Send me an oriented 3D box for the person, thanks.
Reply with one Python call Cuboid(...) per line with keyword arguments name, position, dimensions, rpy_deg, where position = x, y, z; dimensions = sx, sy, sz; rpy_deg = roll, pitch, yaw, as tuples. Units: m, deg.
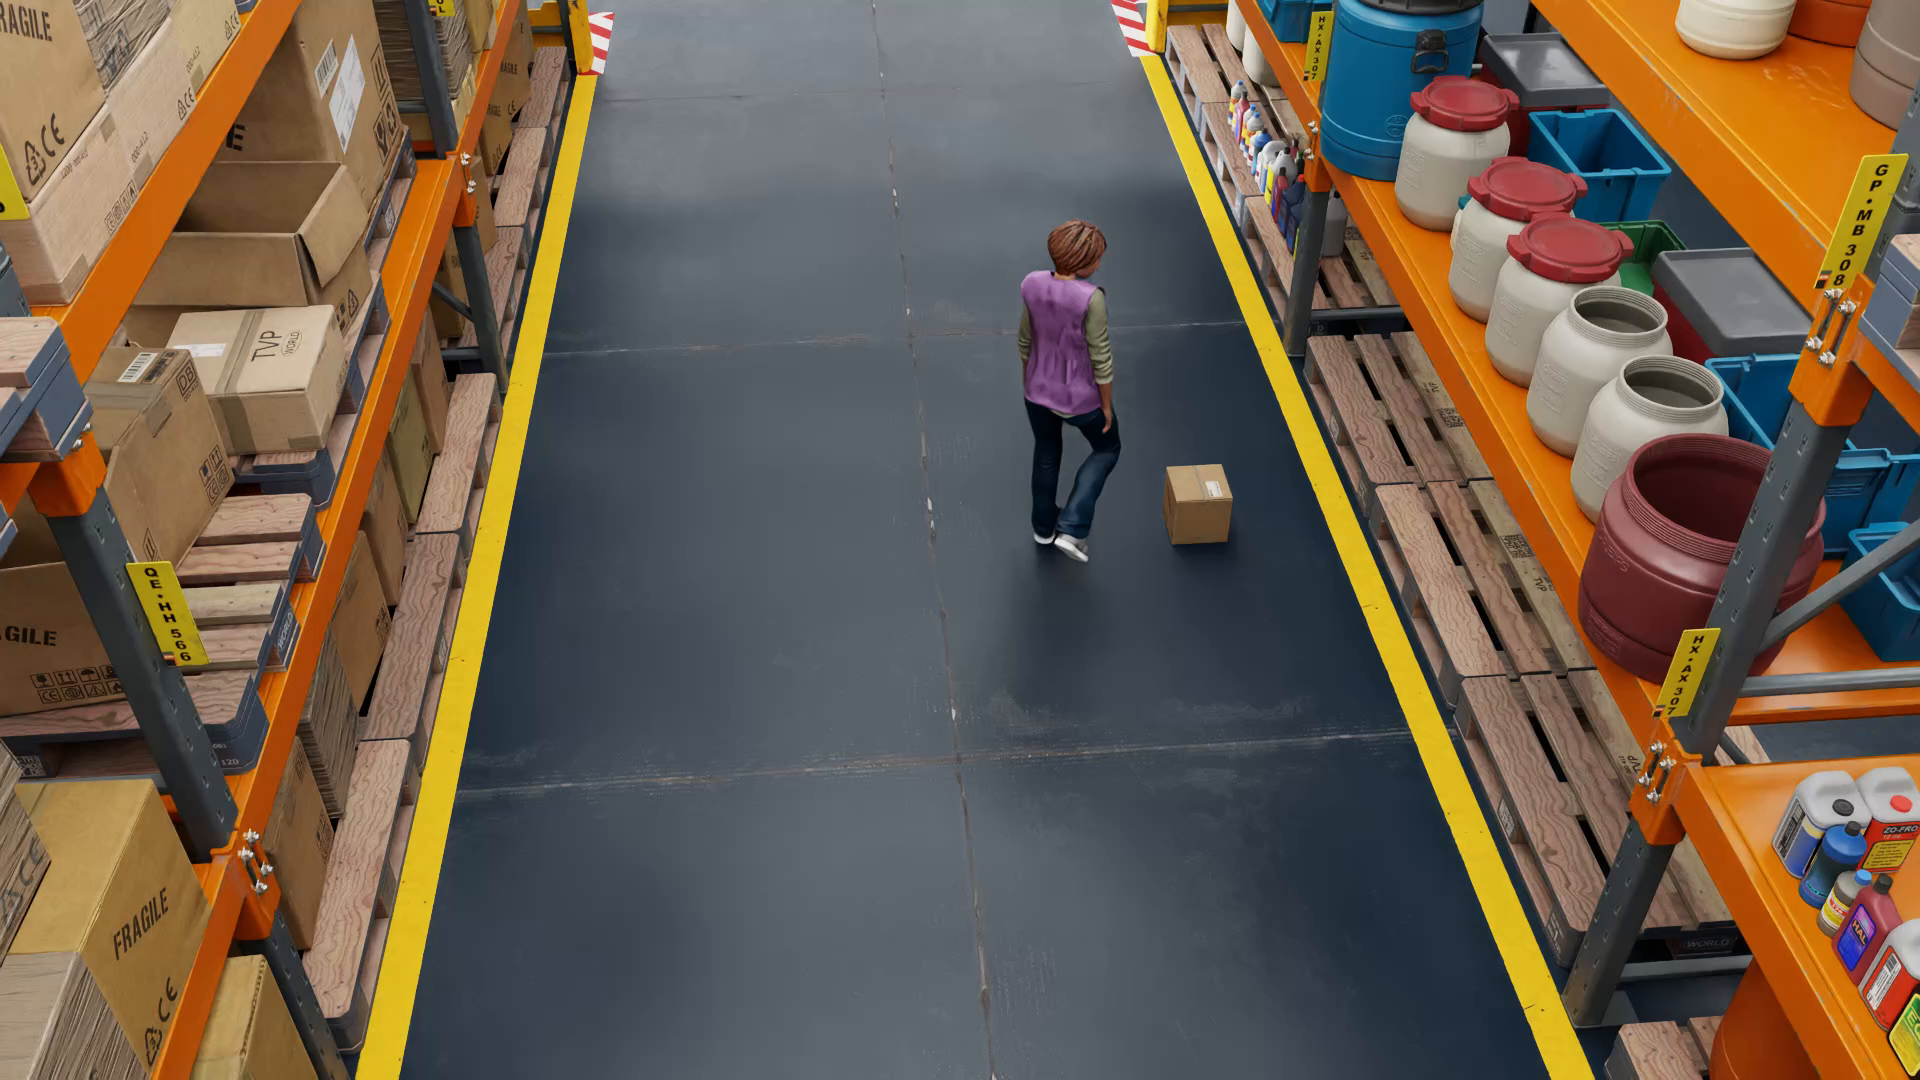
Cuboid(name="person", position=(0.416, -0.581, 6.831), dimensions=(0.460, 1.596, 0.475), rpy_deg=(18, 43, 21))
